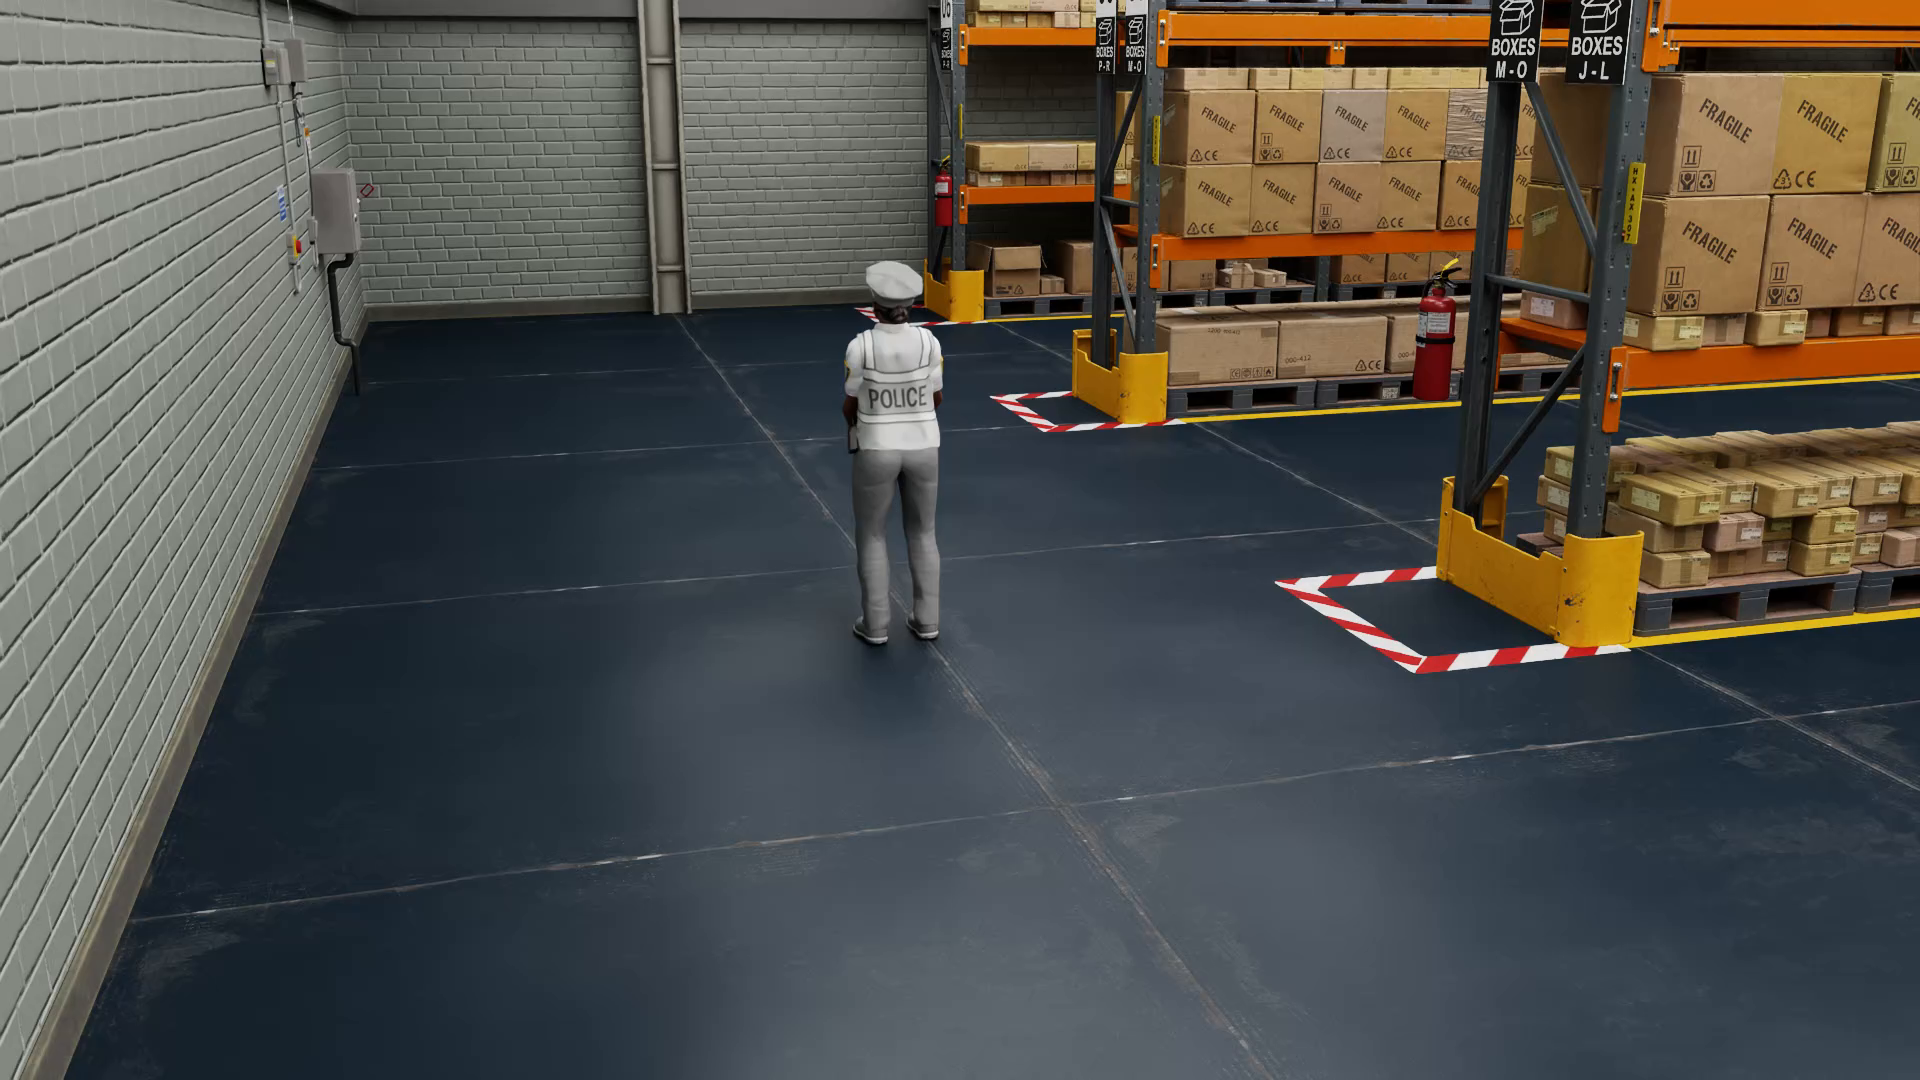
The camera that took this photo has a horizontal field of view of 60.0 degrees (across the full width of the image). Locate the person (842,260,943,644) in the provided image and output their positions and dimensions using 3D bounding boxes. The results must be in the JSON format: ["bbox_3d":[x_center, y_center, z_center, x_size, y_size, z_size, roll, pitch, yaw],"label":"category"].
[{"bbox_3d":[-0.304,-0.394,7.346,0.449,1.688,0.540,-4,17,-15],"label":"person"}]
